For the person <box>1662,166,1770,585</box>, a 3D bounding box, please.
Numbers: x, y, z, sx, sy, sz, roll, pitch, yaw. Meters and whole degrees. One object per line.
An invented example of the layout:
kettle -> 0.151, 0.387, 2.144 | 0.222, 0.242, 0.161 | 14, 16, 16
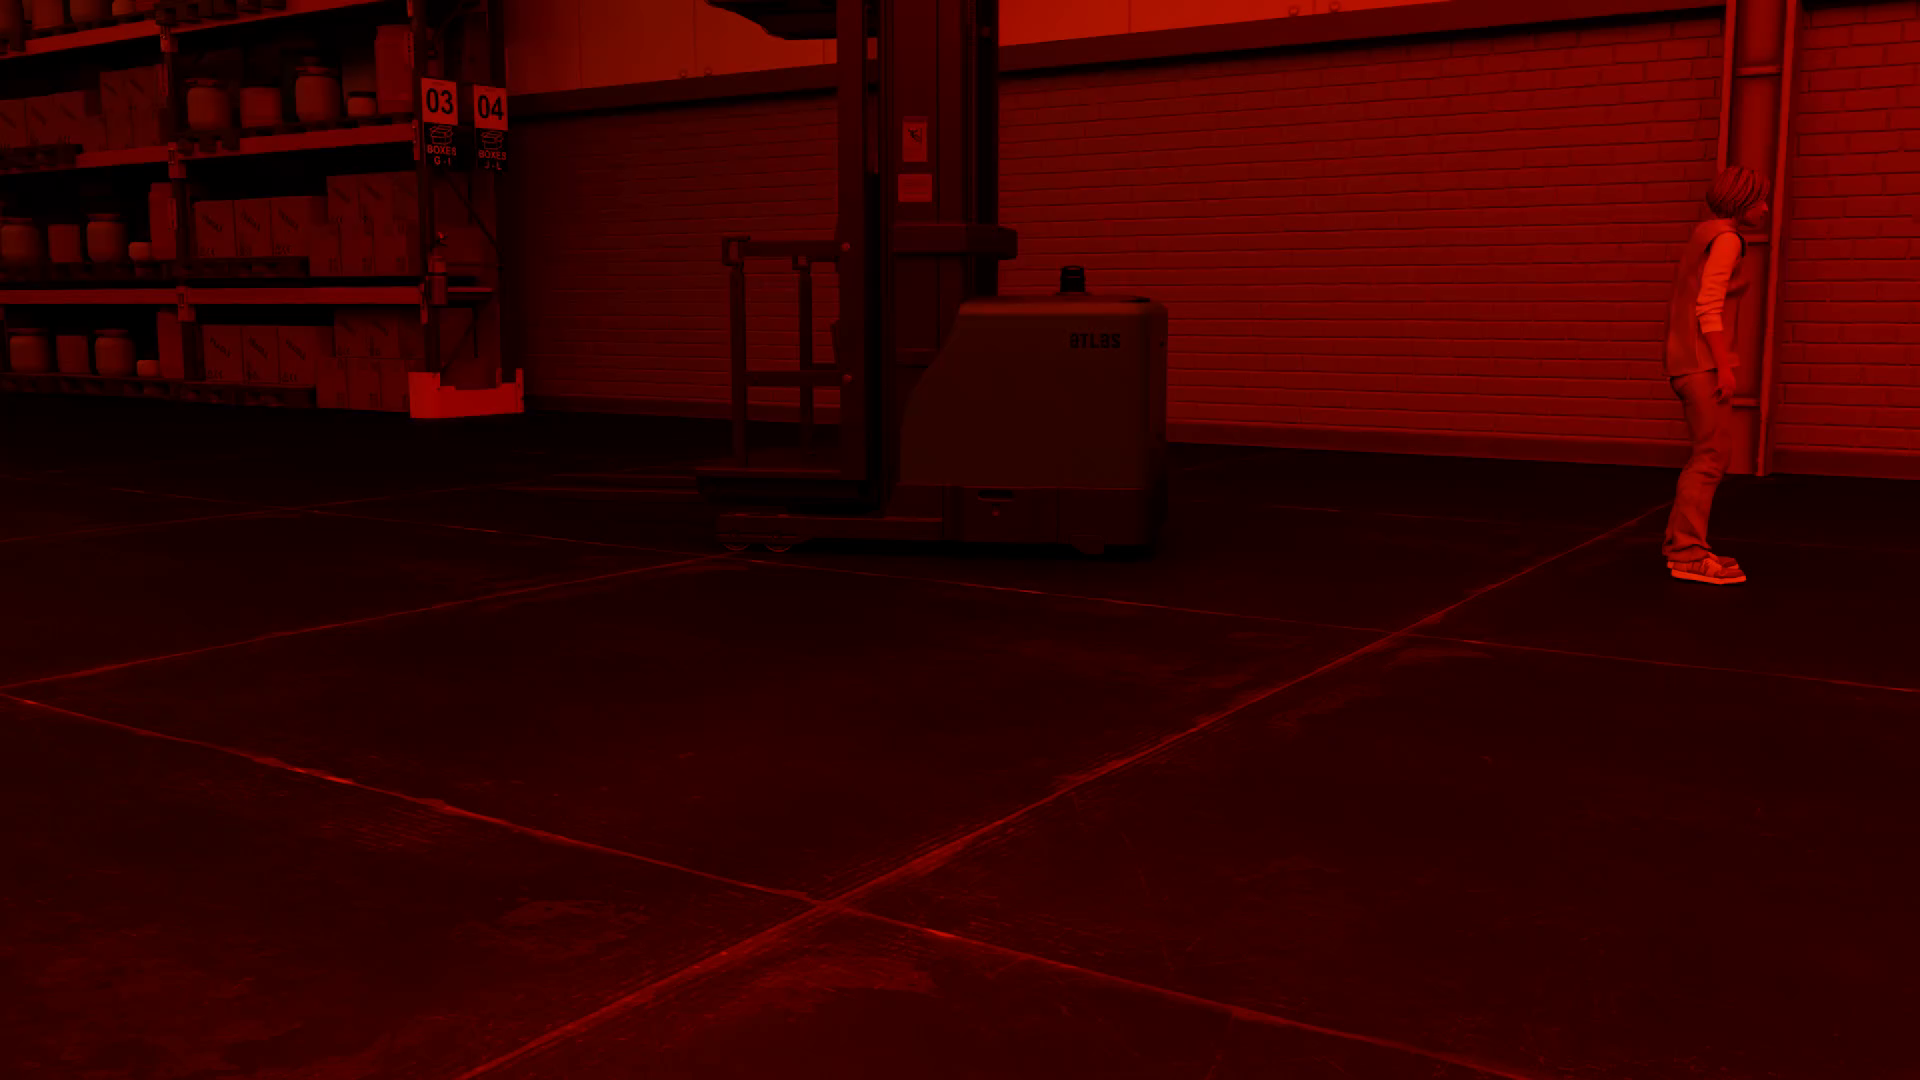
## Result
person -> 2.927, -0.645, 6.489 | 0.348, 1.592, 0.475 | 3, 9, 19

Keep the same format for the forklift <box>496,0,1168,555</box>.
forklift -> -0.596, -1.469, 7.520 | 3.031, 2.935, 1.130 | 2, 8, 12
